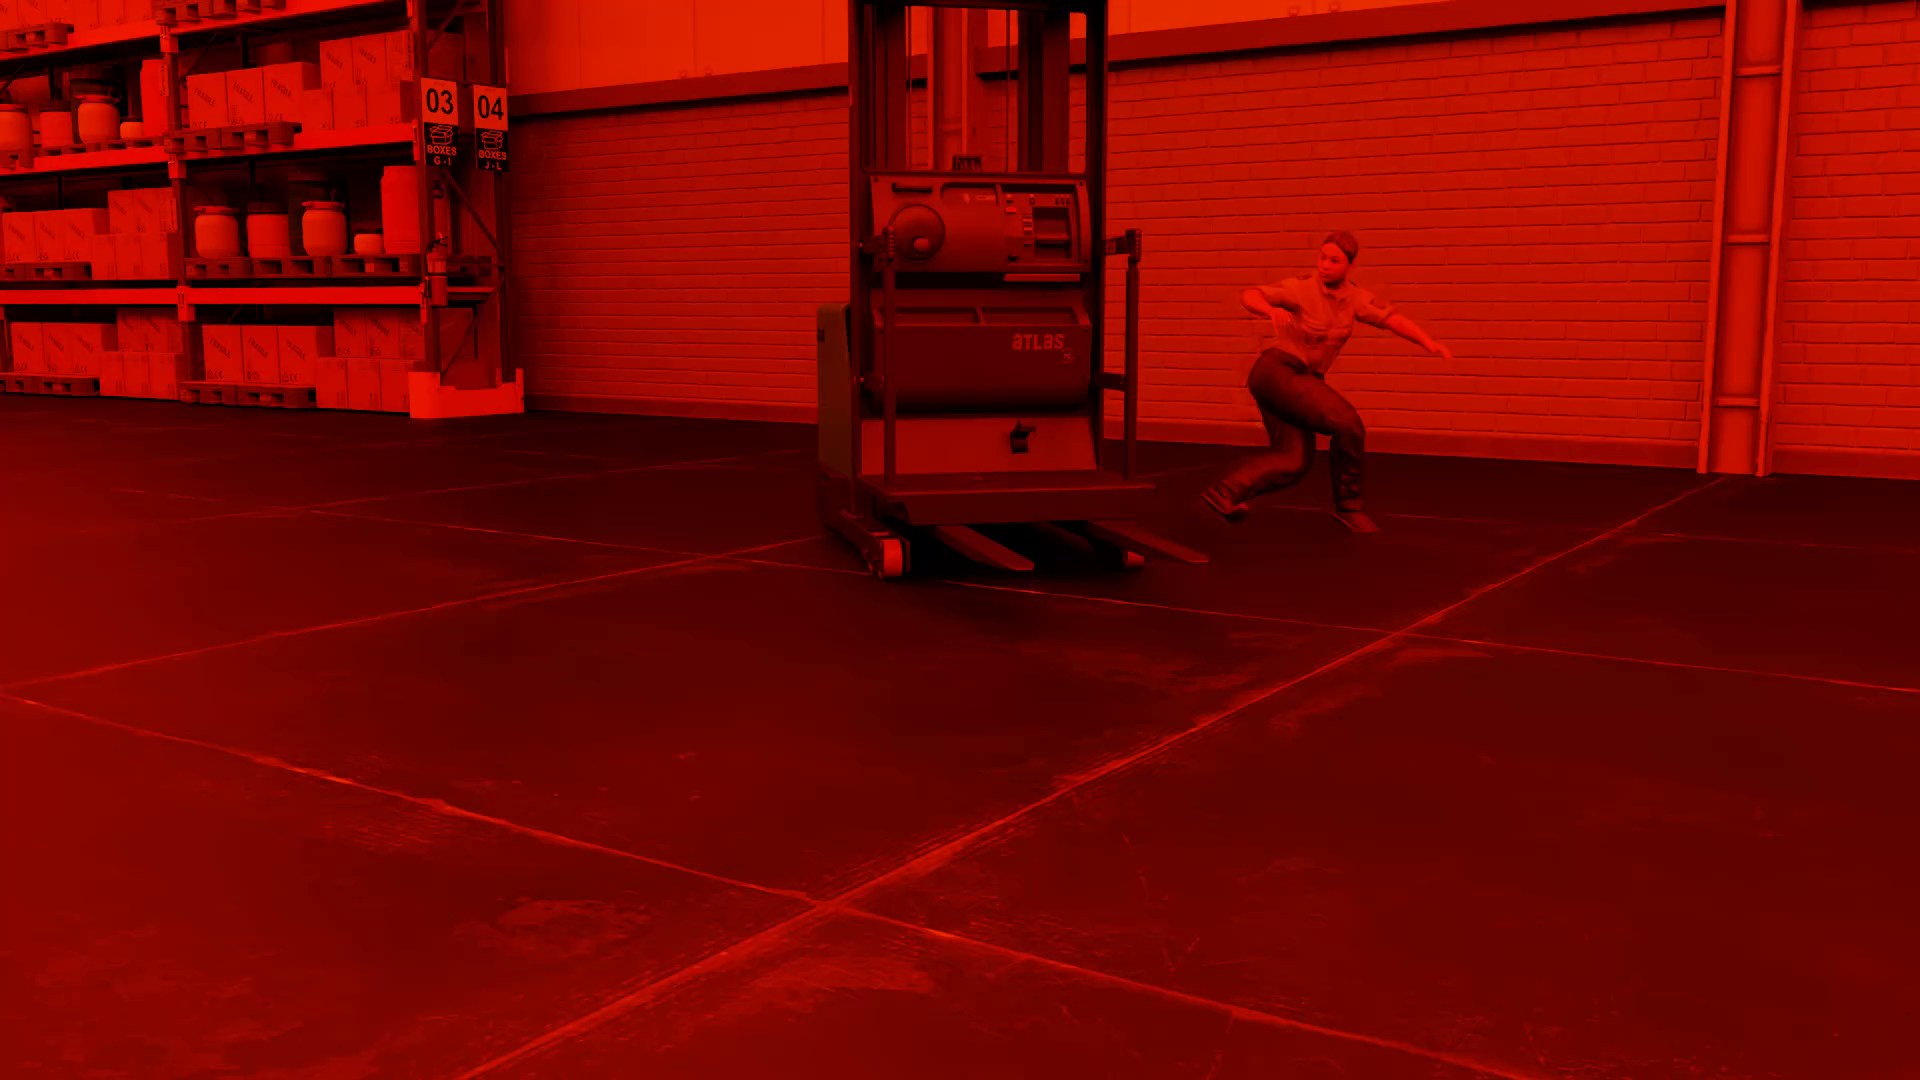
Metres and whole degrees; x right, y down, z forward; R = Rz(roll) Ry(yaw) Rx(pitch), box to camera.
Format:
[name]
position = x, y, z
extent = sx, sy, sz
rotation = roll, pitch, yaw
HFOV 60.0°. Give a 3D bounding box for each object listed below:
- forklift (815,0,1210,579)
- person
[forklift]
position = 0.142, -1.354, 6.712
extent = 1.130, 2.935, 3.031
rotation = -2, 8, -14
[person]
position = 1.704, -0.715, 7.761
extent = 1.062, 1.443, 0.836
rotation = 5, 9, 31
